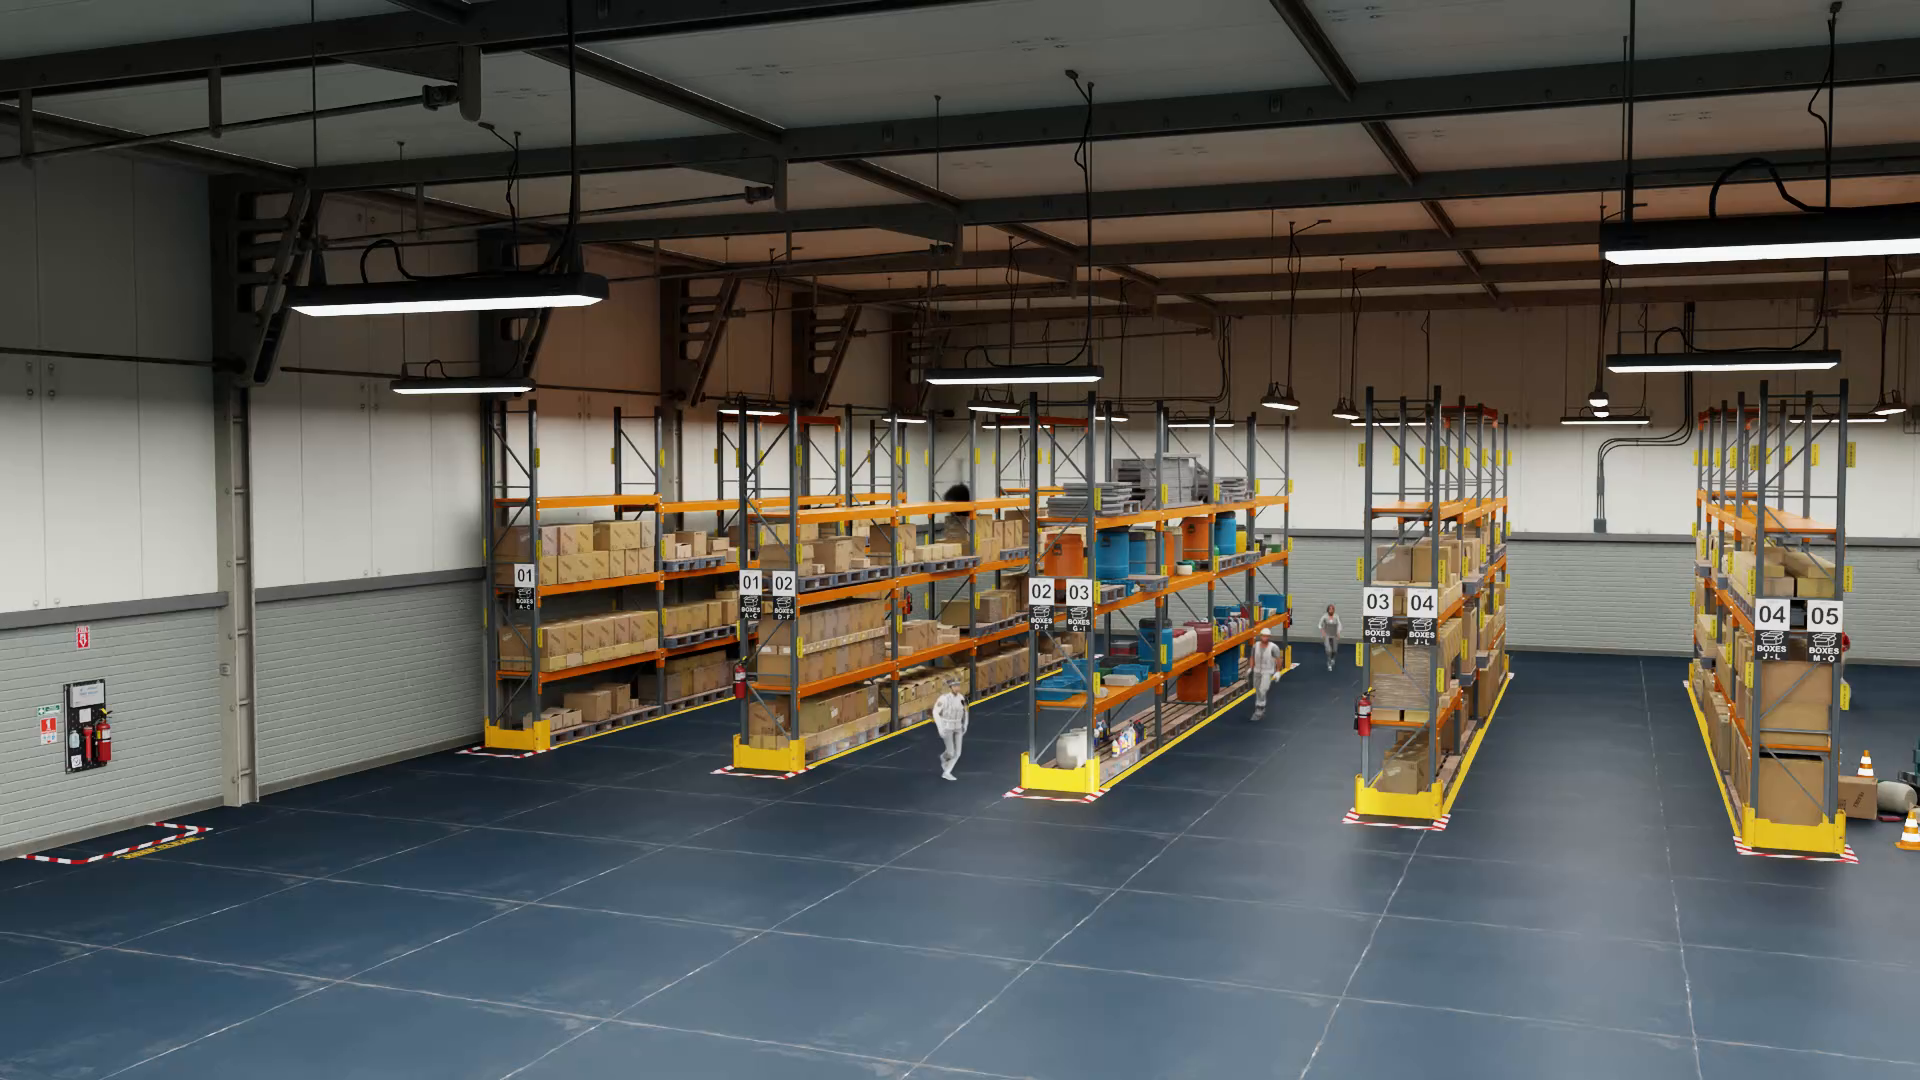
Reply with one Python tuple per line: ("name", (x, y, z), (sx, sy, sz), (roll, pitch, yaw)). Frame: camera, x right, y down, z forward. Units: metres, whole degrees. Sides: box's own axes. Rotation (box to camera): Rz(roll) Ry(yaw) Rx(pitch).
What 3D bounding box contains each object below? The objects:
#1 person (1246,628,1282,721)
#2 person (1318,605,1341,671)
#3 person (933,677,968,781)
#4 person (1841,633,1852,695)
("person", (5.757, 2.536, 31.537), (0.597, 1.752, 0.675), (2, 4, 38))
("person", (8.713, 2.296, 39.217), (0.557, 1.559, 0.535), (0, 3, 3))
("person", (-0.149, 2.919, 25.848), (0.626, 1.624, 0.519), (-1, 3, -27))
("person", (17.994, 2.494, 34.148), (0.658, 1.677, 0.776), (0, 3, -1))
